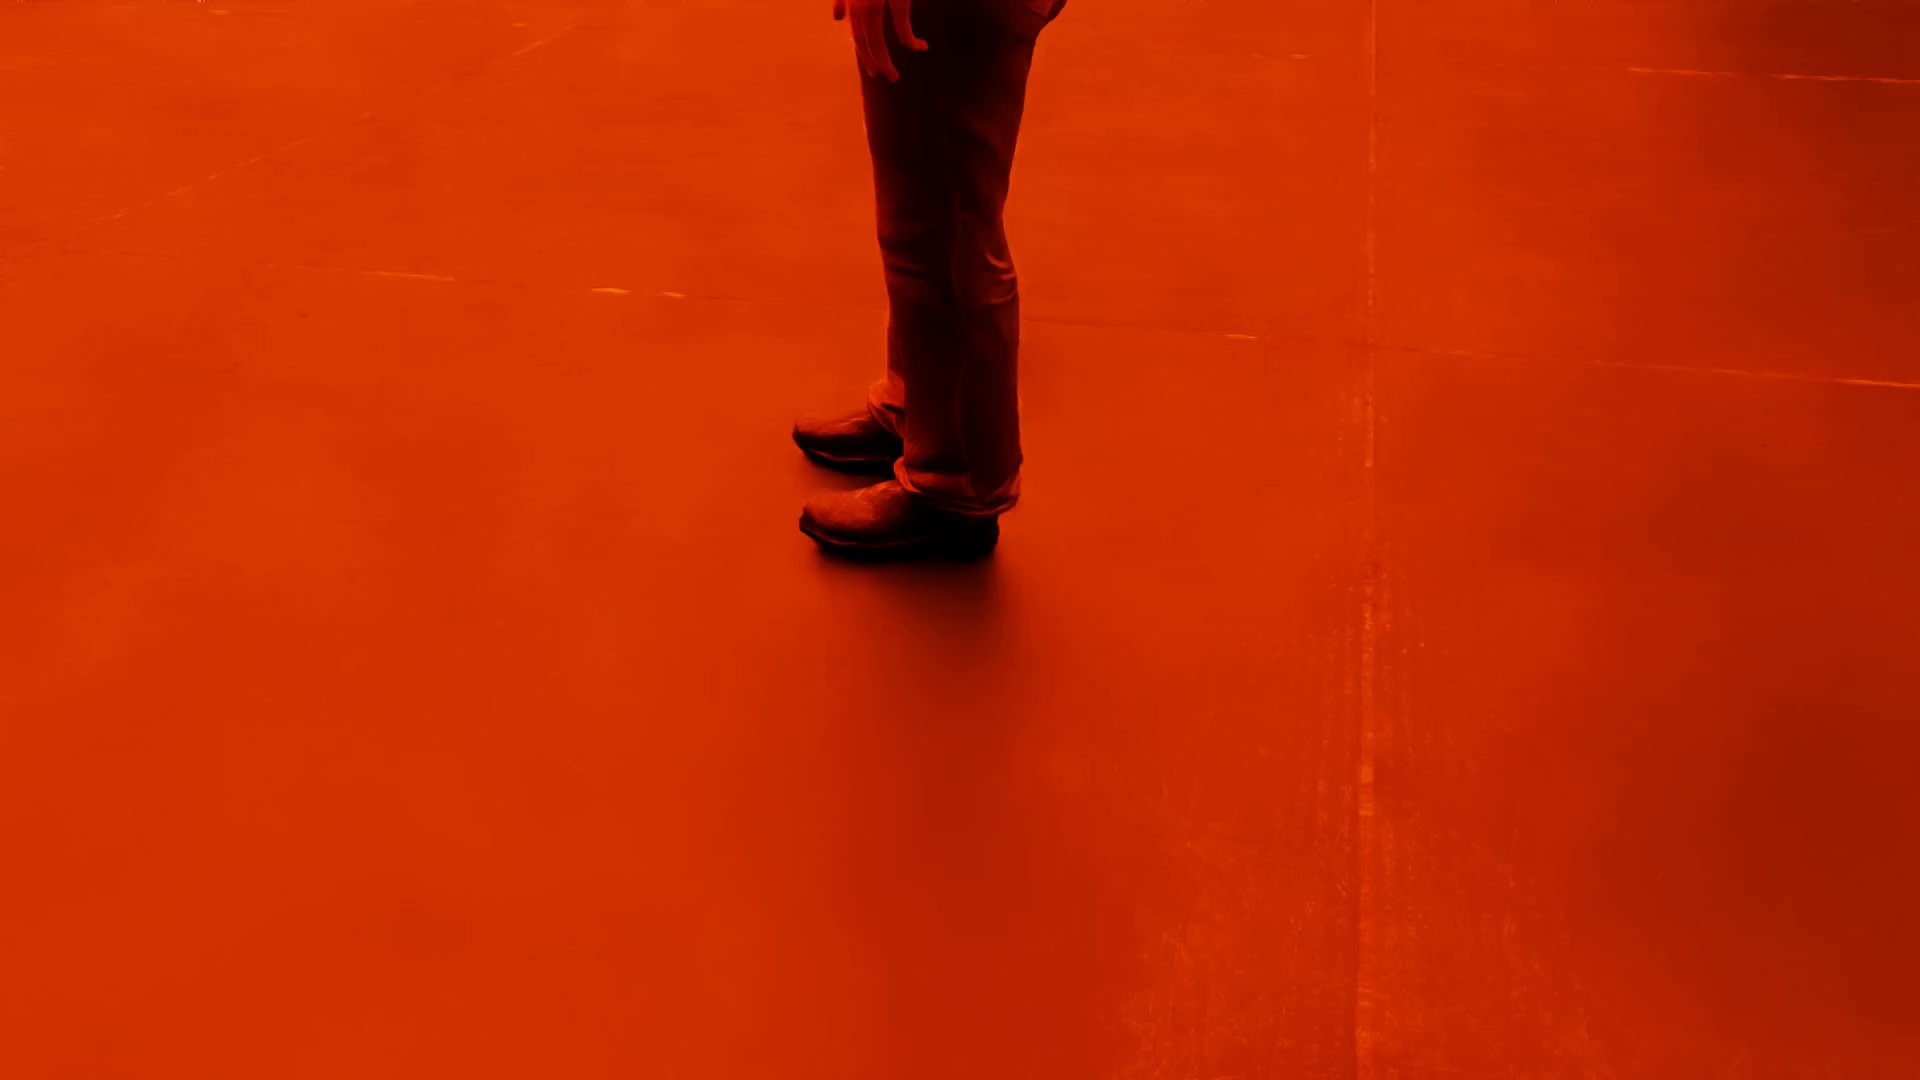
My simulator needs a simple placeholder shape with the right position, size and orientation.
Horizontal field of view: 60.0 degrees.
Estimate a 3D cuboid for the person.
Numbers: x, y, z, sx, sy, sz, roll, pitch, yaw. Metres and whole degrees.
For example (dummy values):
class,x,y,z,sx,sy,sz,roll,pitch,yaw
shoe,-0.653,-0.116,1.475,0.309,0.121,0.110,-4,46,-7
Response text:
class,x,y,z,sx,sy,sz,roll,pitch,yaw
person,-0.059,-0.785,2.128,0.567,1.720,0.632,6,27,11
